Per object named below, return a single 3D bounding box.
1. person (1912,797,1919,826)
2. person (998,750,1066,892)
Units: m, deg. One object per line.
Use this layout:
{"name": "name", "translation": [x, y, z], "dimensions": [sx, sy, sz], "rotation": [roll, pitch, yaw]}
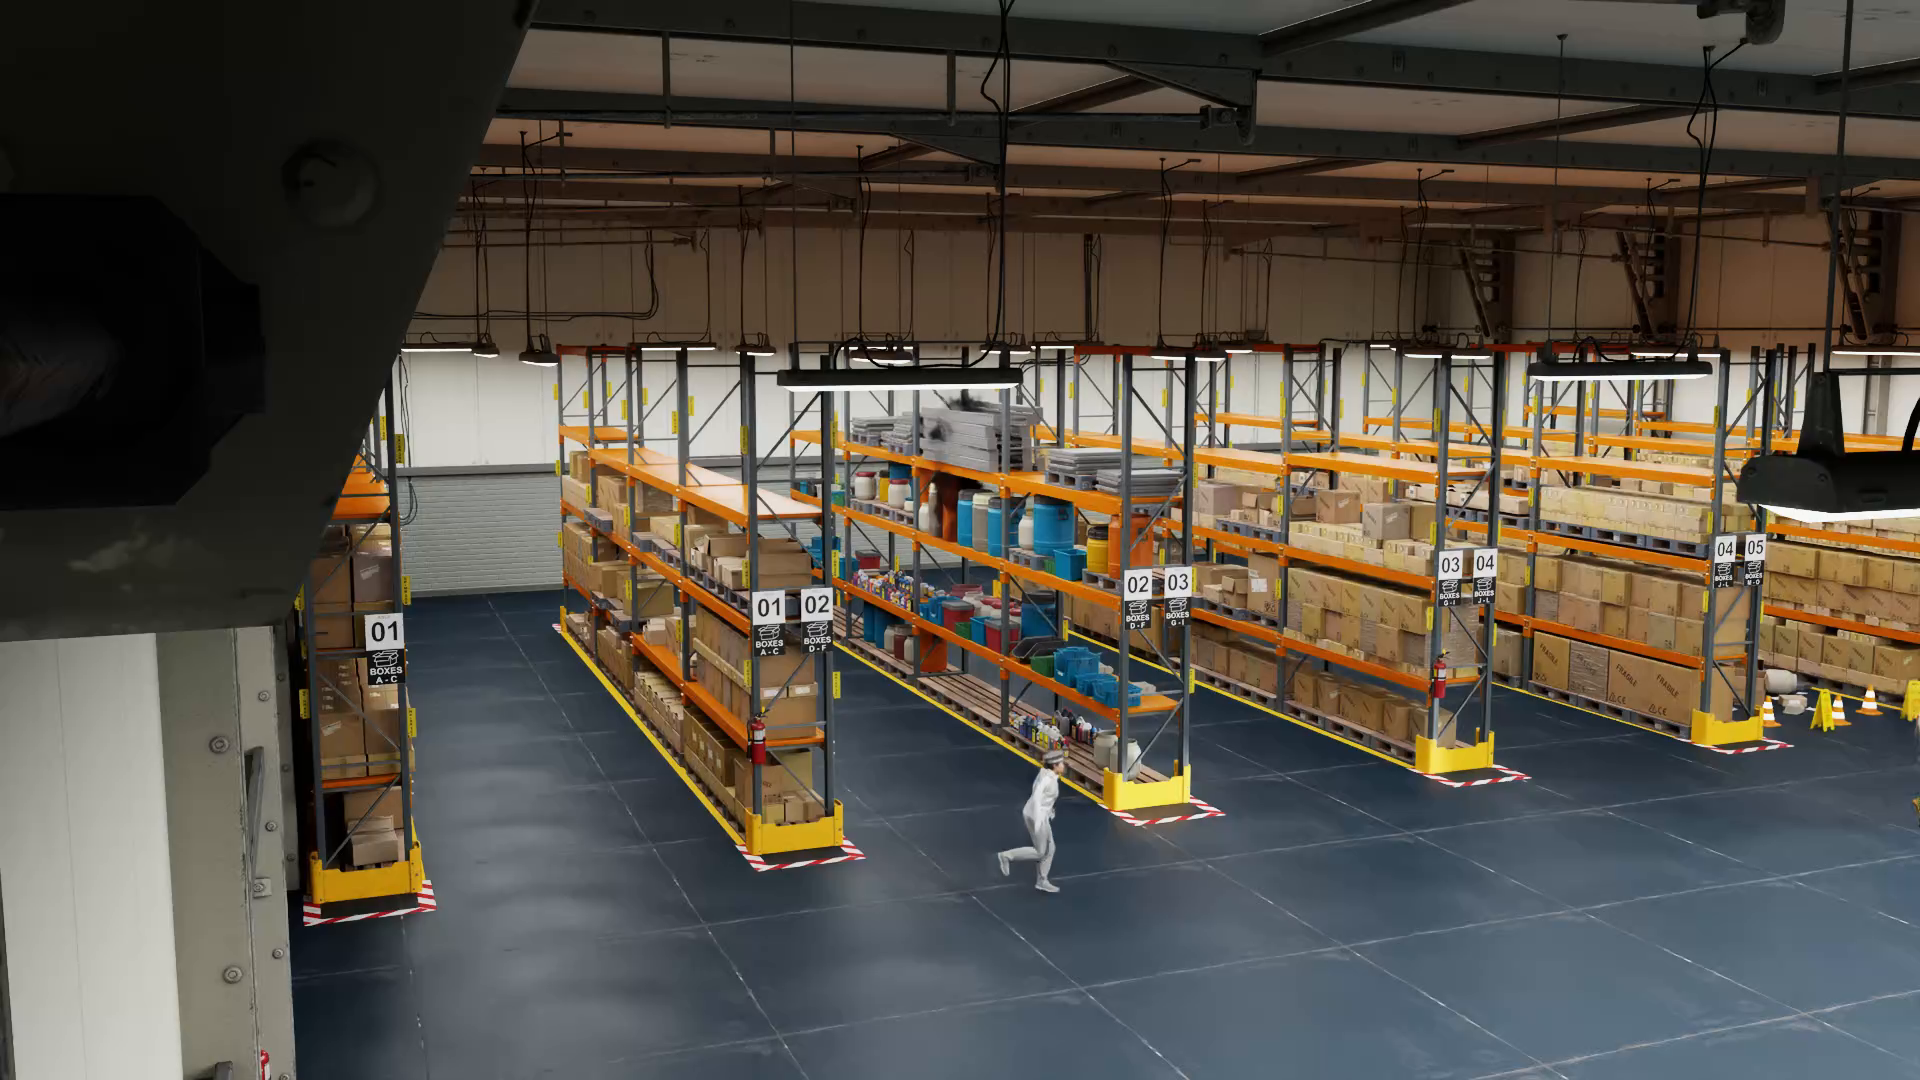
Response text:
{"name": "person", "translation": [12.395, 2.800, 21.081], "dimensions": [0.593, 1.737, 0.656], "rotation": [2, 7, 12]}
{"name": "person", "translation": [0.812, 3.170, 18.809], "dimensions": [0.775, 1.622, 0.614], "rotation": [-1, 7, -5]}
